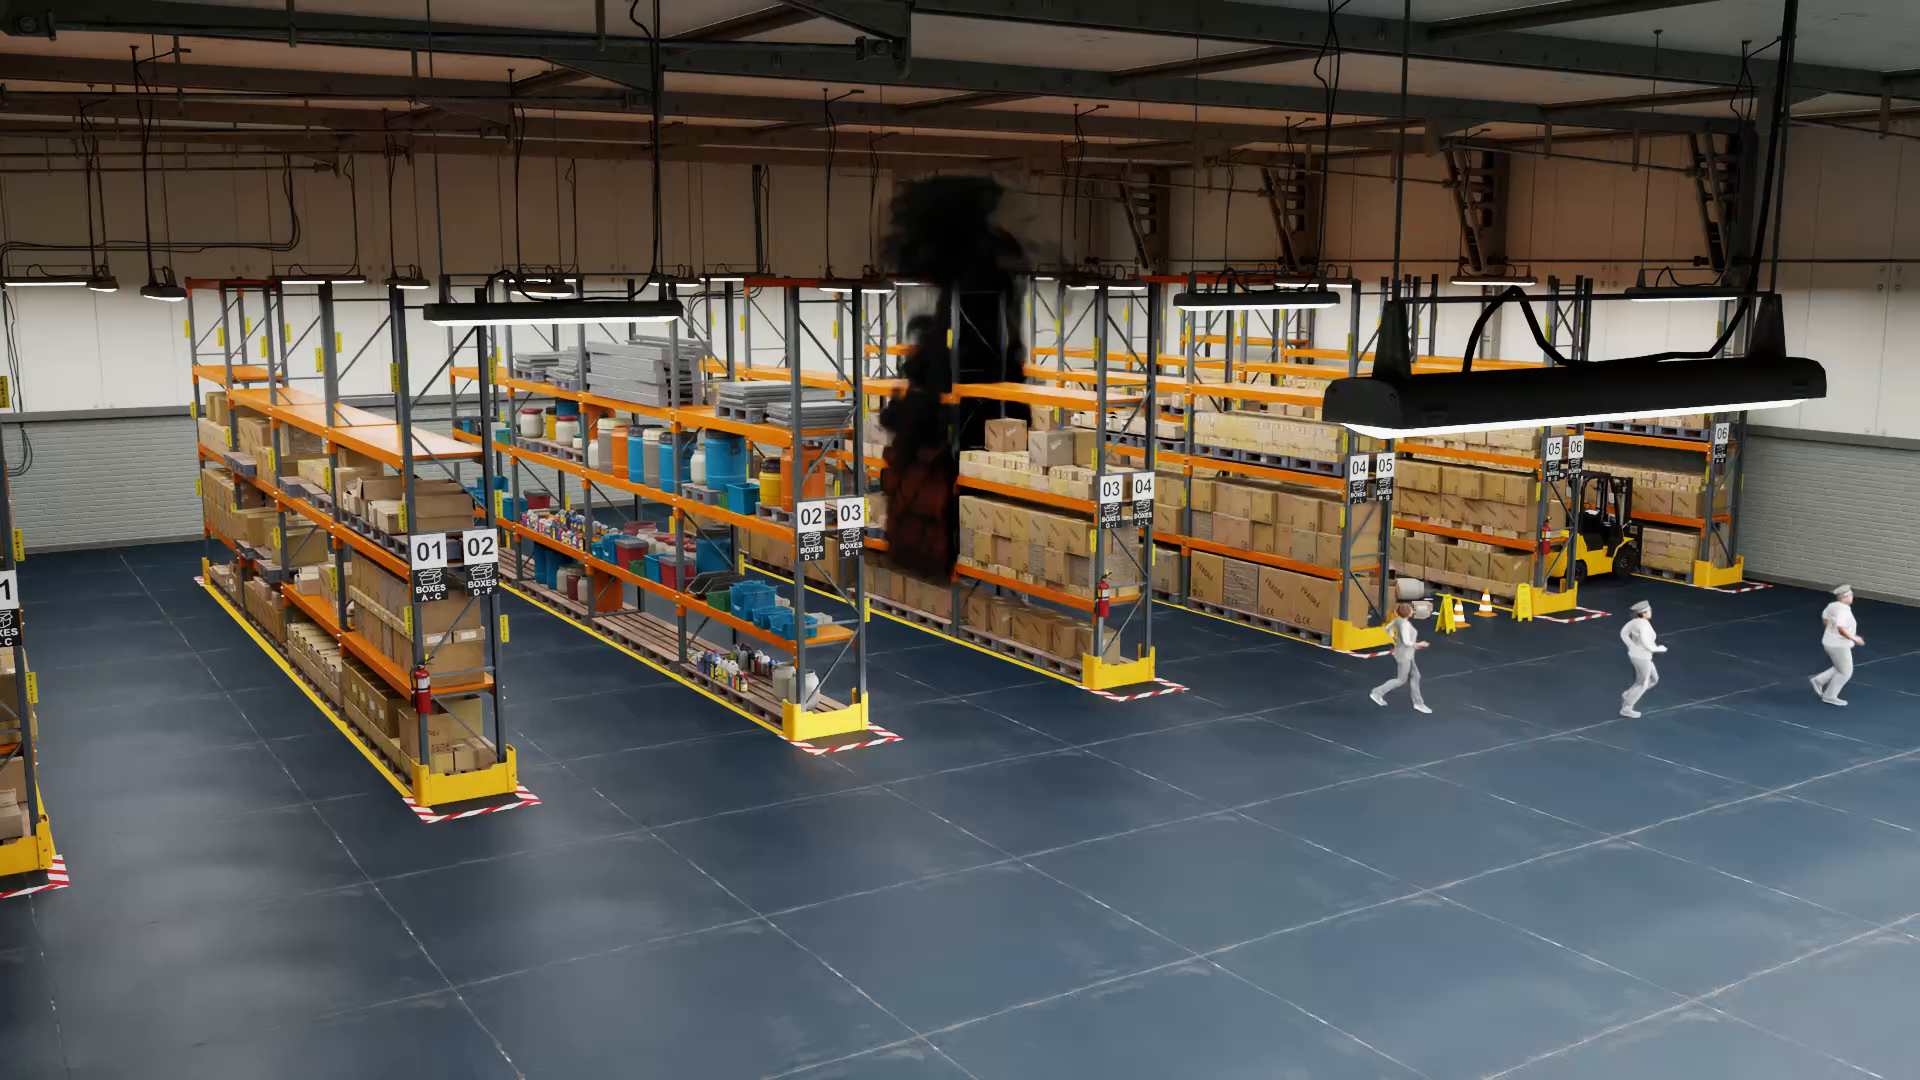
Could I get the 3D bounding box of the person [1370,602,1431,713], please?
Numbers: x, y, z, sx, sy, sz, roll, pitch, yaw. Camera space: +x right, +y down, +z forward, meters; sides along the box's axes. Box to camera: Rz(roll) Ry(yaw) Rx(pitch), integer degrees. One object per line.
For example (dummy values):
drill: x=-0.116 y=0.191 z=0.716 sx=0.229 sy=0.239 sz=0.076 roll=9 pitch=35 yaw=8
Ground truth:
person: x=6.232 y=1.656 z=23.416 sx=0.884 sy=1.594 sz=0.553 roll=1 pitch=10 yaw=5

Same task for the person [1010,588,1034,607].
person: x=1.116 y=0.386 z=30.776 sx=0.620 sy=1.635 sz=0.843 roll=-8 pitch=12 yaw=-39

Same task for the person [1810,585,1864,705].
person: x=12.630 y=1.503 z=23.842 sx=0.534 sy=1.750 sz=0.669 roll=2 pitch=10 yaw=12

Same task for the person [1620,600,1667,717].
person: x=9.542 y=1.649 z=23.192 sx=0.569 sy=1.660 sz=0.596 roll=1 pitch=10 yaw=7
